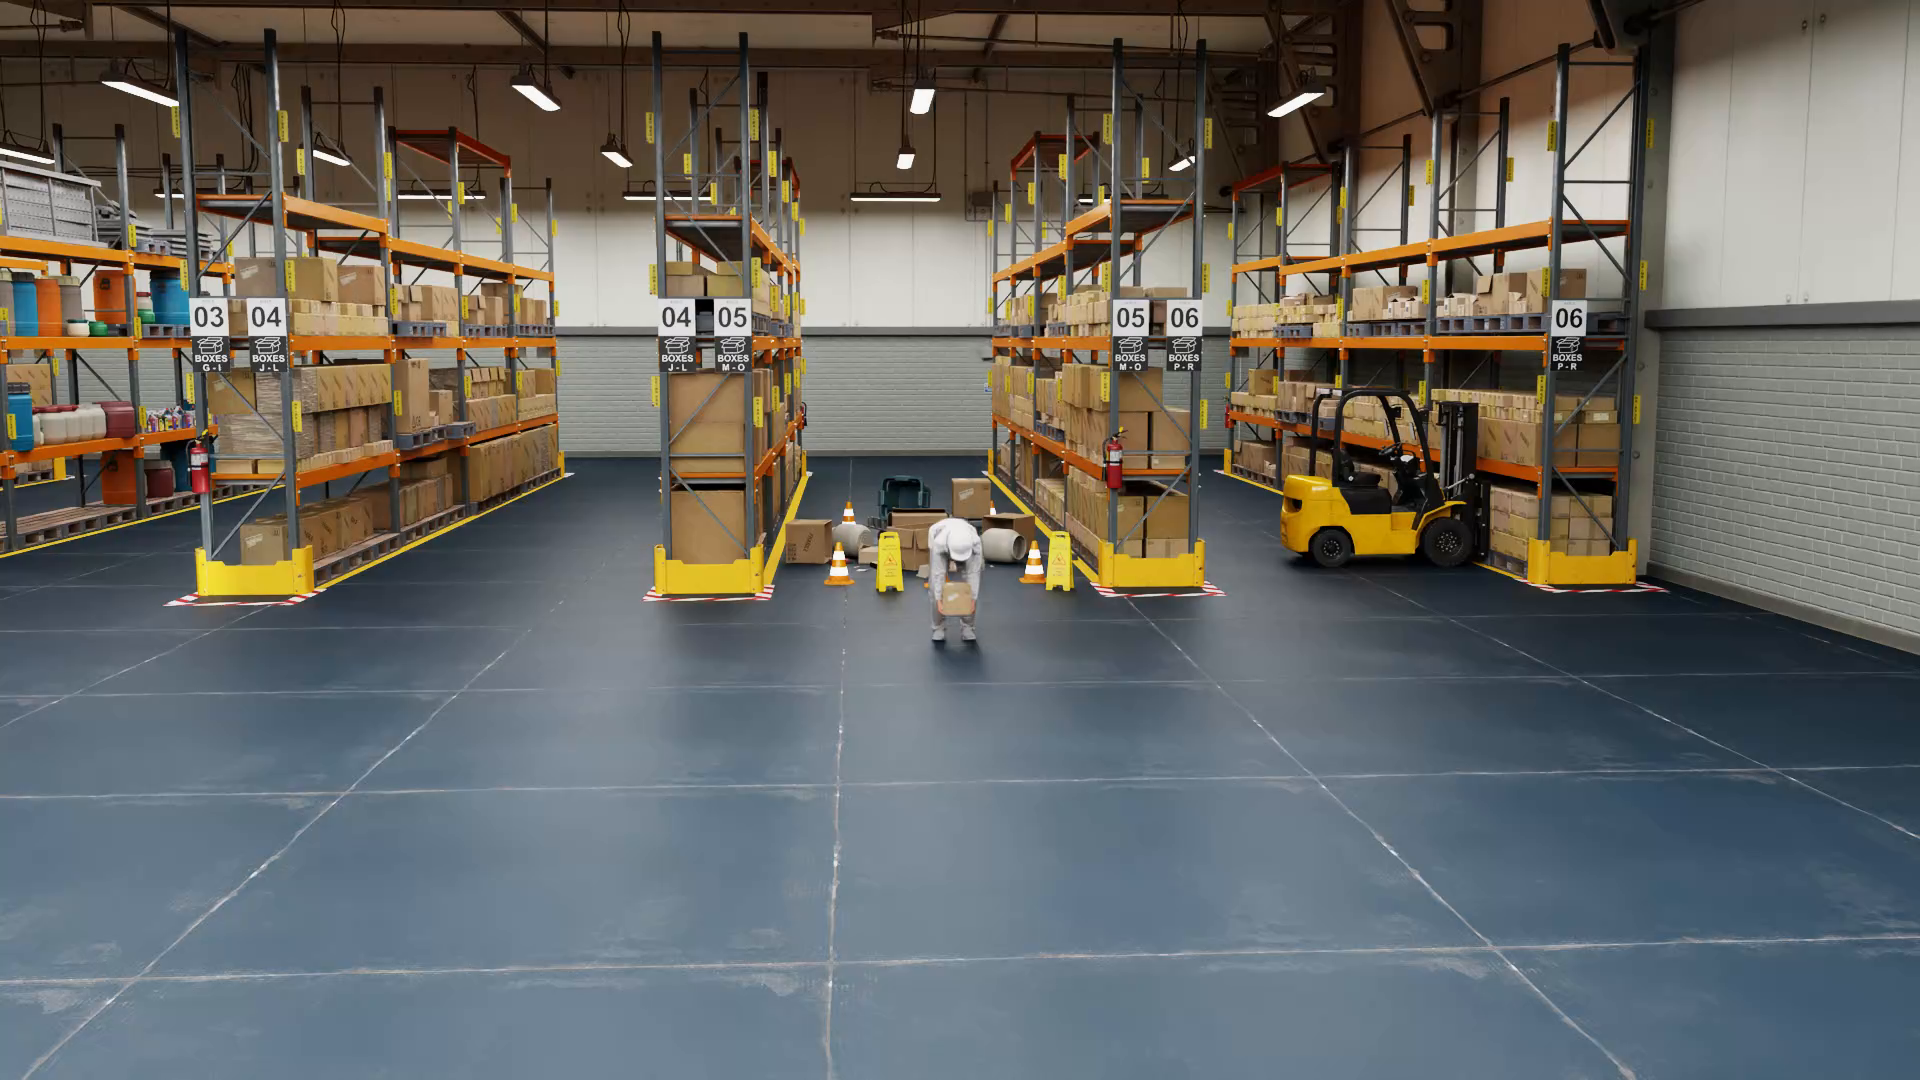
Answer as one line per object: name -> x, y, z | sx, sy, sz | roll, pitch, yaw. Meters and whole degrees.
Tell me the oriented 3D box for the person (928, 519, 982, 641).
person -> -0.036, 0.389, 15.122 | 0.466, 1.123, 1.008 | -1, 7, -6
